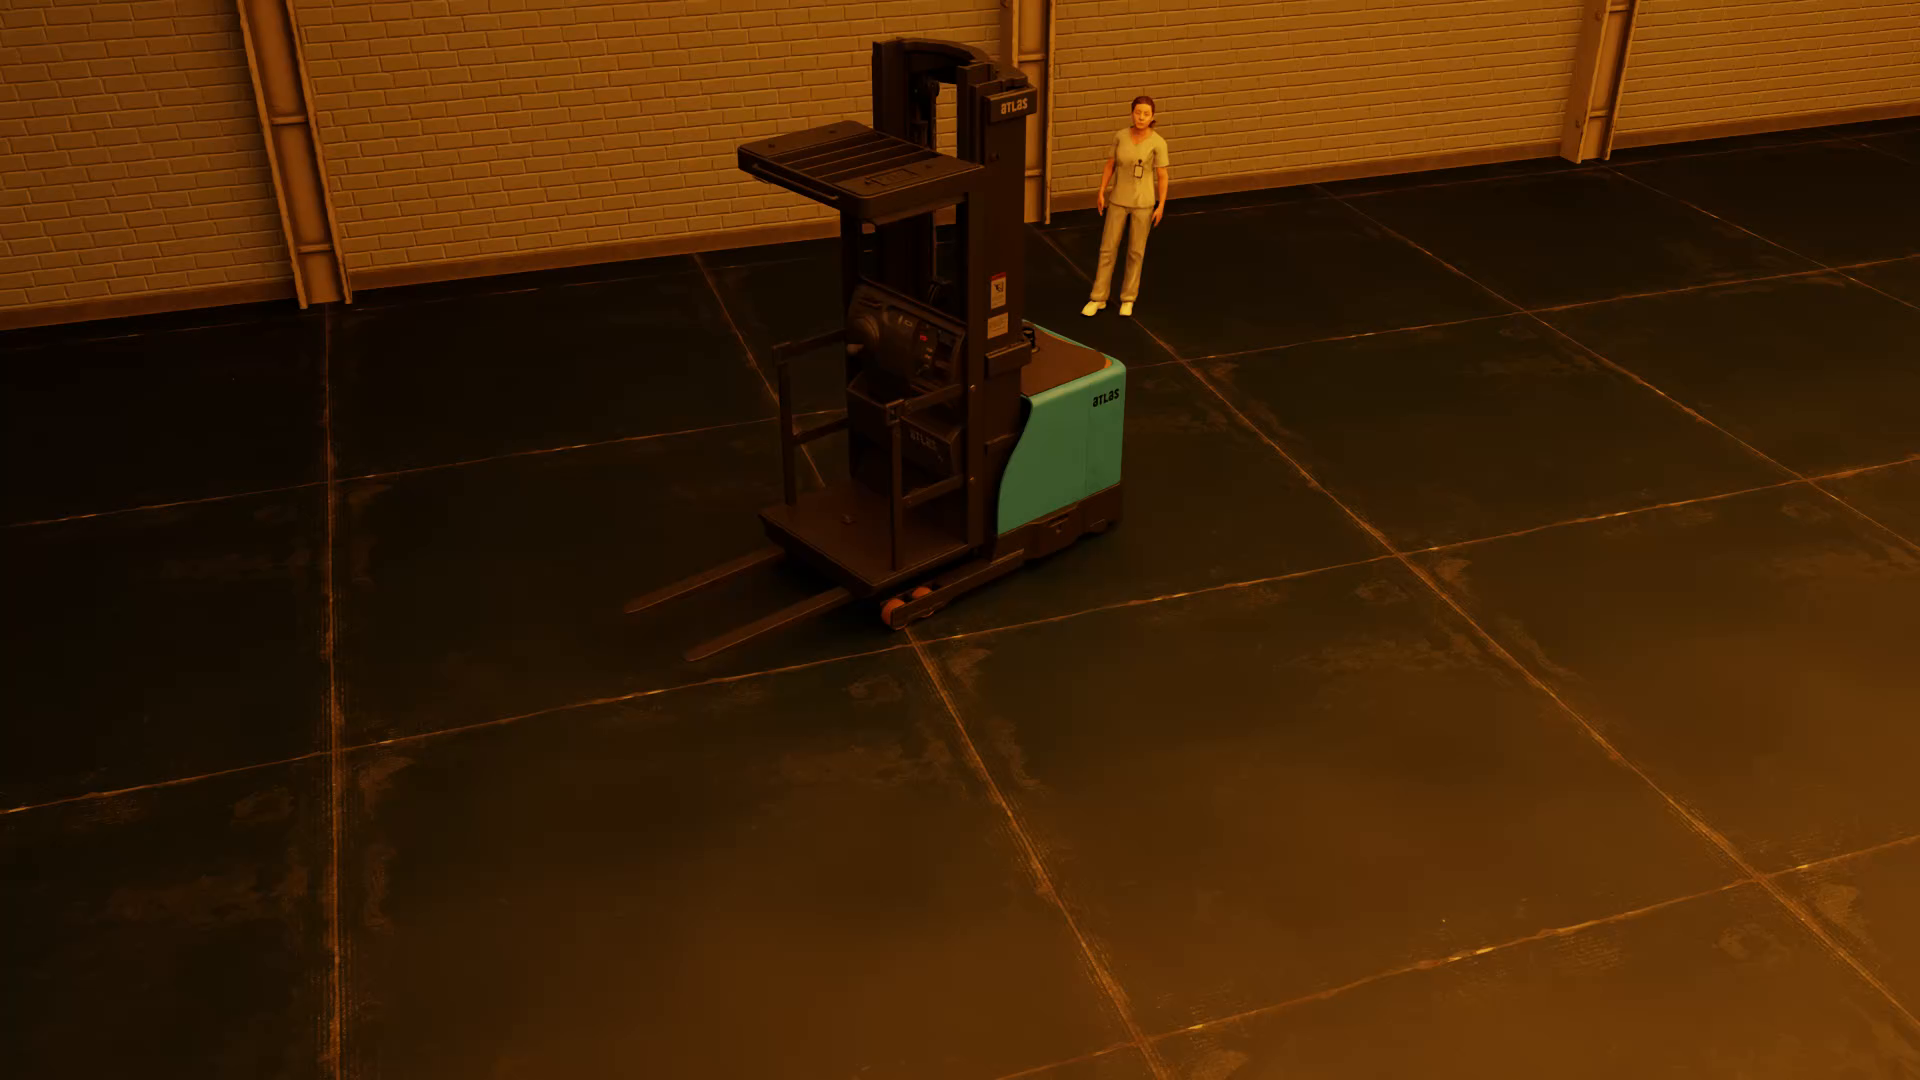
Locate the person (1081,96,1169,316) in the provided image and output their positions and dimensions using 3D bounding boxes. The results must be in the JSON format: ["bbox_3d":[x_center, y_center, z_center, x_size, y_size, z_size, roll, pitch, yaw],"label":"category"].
[{"bbox_3d":[1.293,-2.549,12.764,0.550,1.675,0.545,11,32,19],"label":"person"}]

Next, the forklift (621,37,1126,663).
[{"bbox_3d":[-0.461,-1.072,8.951,3.031,2.935,1.130,-23,37,-34],"label":"forklift"}]
